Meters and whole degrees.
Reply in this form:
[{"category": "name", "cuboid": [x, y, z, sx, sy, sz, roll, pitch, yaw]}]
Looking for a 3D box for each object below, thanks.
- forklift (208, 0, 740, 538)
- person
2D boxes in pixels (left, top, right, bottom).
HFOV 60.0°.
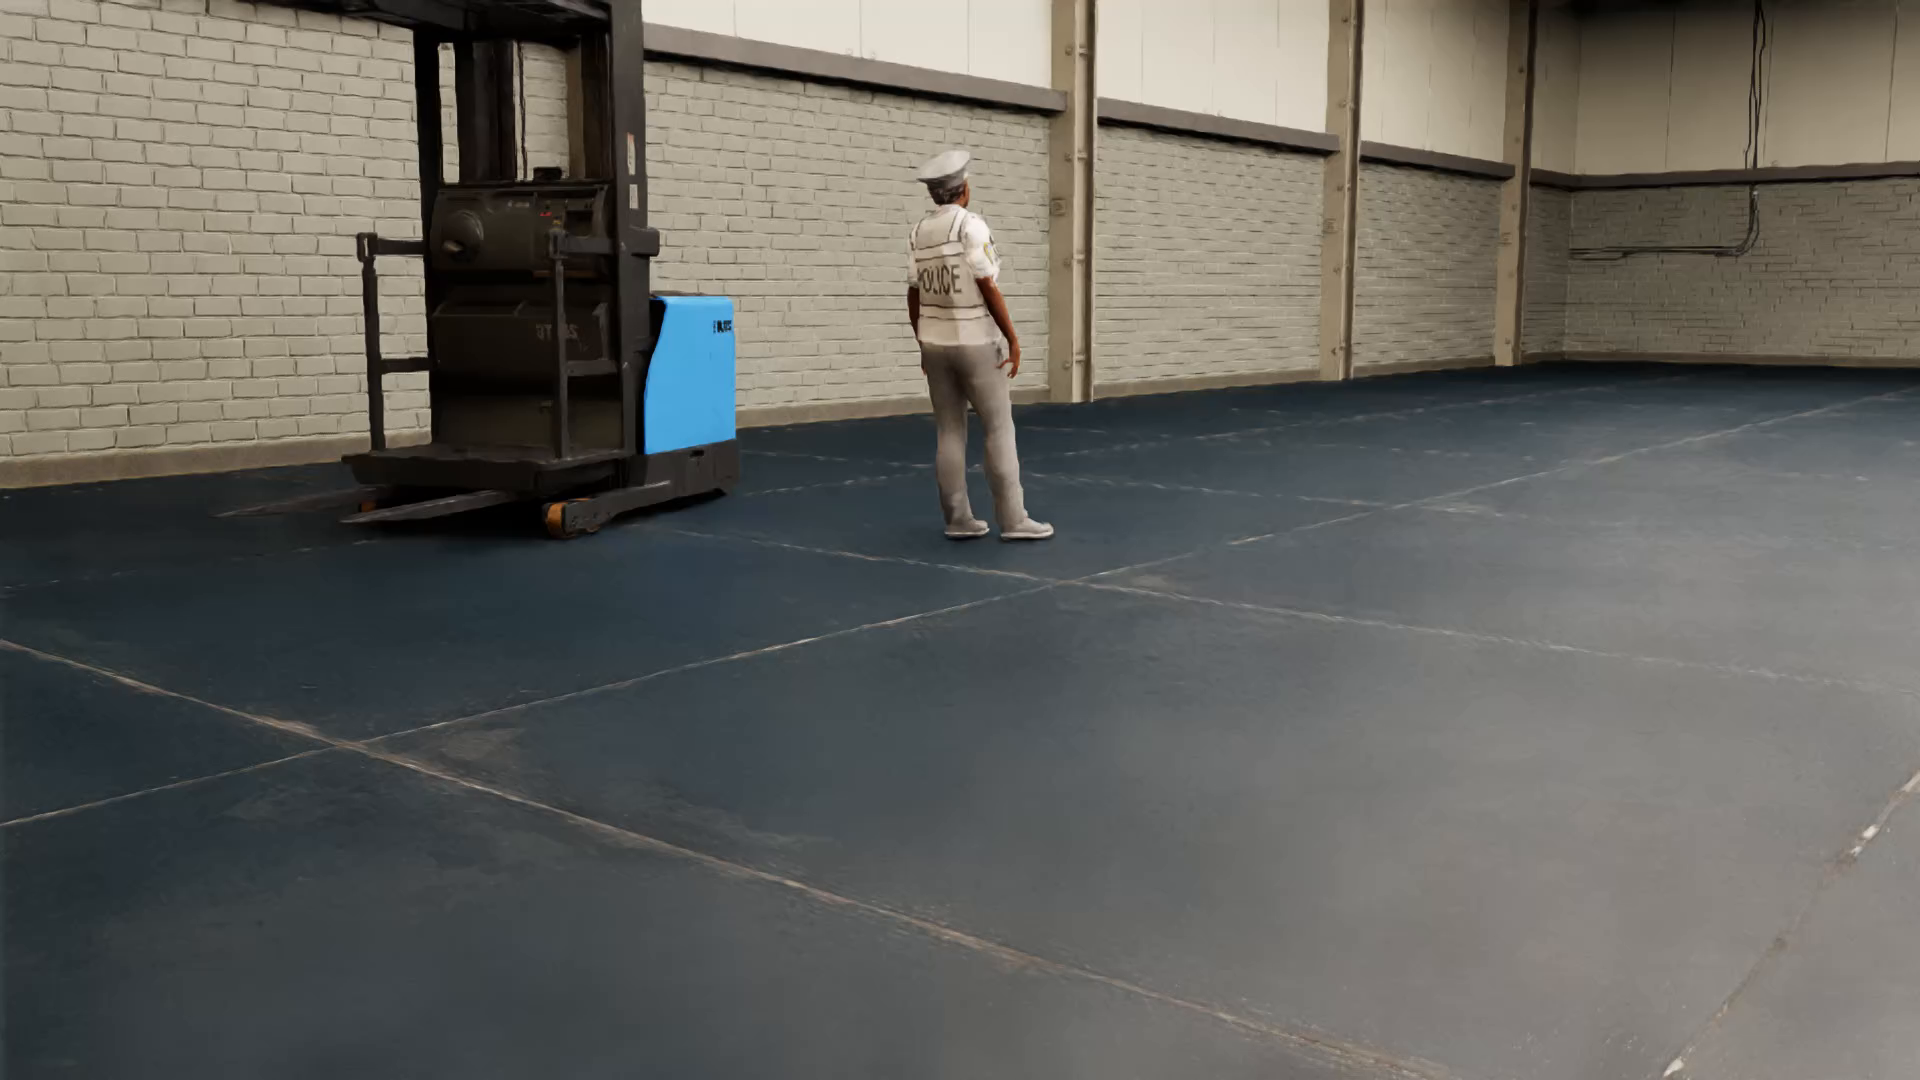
[{"category": "forklift", "cuboid": [-2.159, -1.521, 7.679, 1.130, 2.935, 3.031, 3, 9, 19]}, {"category": "person", "cuboid": [0.062, -0.853, 7.326, 0.570, 1.695, 0.530, 7, 11, 38]}]
